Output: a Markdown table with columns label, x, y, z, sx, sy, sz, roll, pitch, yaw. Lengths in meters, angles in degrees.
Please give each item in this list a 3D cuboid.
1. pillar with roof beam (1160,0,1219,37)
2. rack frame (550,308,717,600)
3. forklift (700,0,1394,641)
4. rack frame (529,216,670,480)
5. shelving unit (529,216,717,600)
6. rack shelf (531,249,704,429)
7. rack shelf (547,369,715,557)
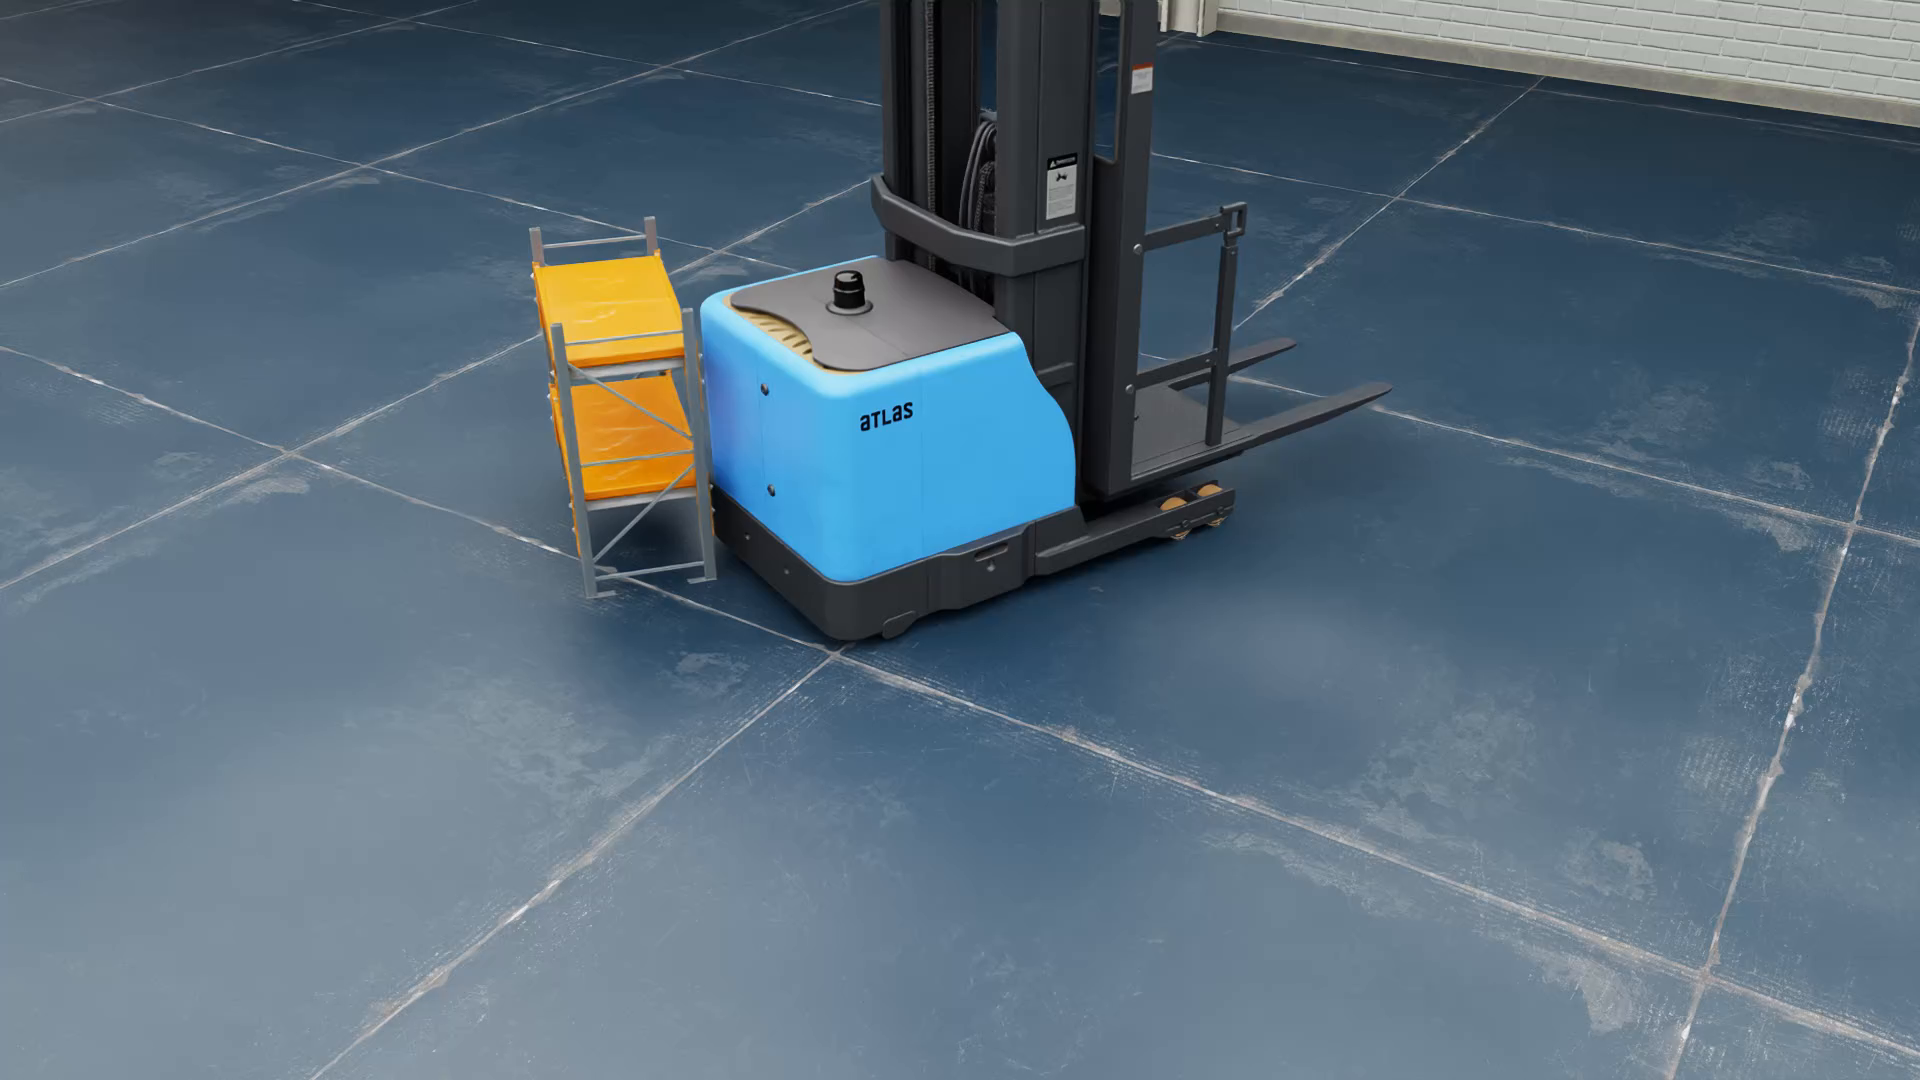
| label | x | y | z | sx | sy | sz | roll | pitch | yaw |
| --- | --- | --- | --- | --- | --- | --- | --- | --- | --- |
| pillar with roof beam | -0.331 | -6.414 | 8.814 | 0.400 | 9.000 | 9.100 | 18 | 35 | 27 |
| rack frame | -1.191 | -0.300 | 6.147 | 0.500 | 1.125 | 0.032 | -9 | 31 | -14 |
| forklift | 0.521 | -1.470 | 6.361 | 3.031 | 2.935 | 1.130 | -19 | 35 | -29 |
| rack frame | -1.482 | -0.791 | 6.989 | 0.500 | 1.125 | 0.032 | -9 | 31 | -14 |
| shelving unit | -1.337 | -0.545 | 6.568 | 0.538 | 1.125 | 1.048 | -9 | 31 | -14 |
| rack shelf | -1.337 | -0.798 | 6.420 | 0.538 | 0.278 | 1.000 | -9 | 31 | -14 |
| rack shelf | -1.337 | -0.334 | 6.691 | 0.538 | 0.278 | 1.000 | -9 | 31 | -14 |
